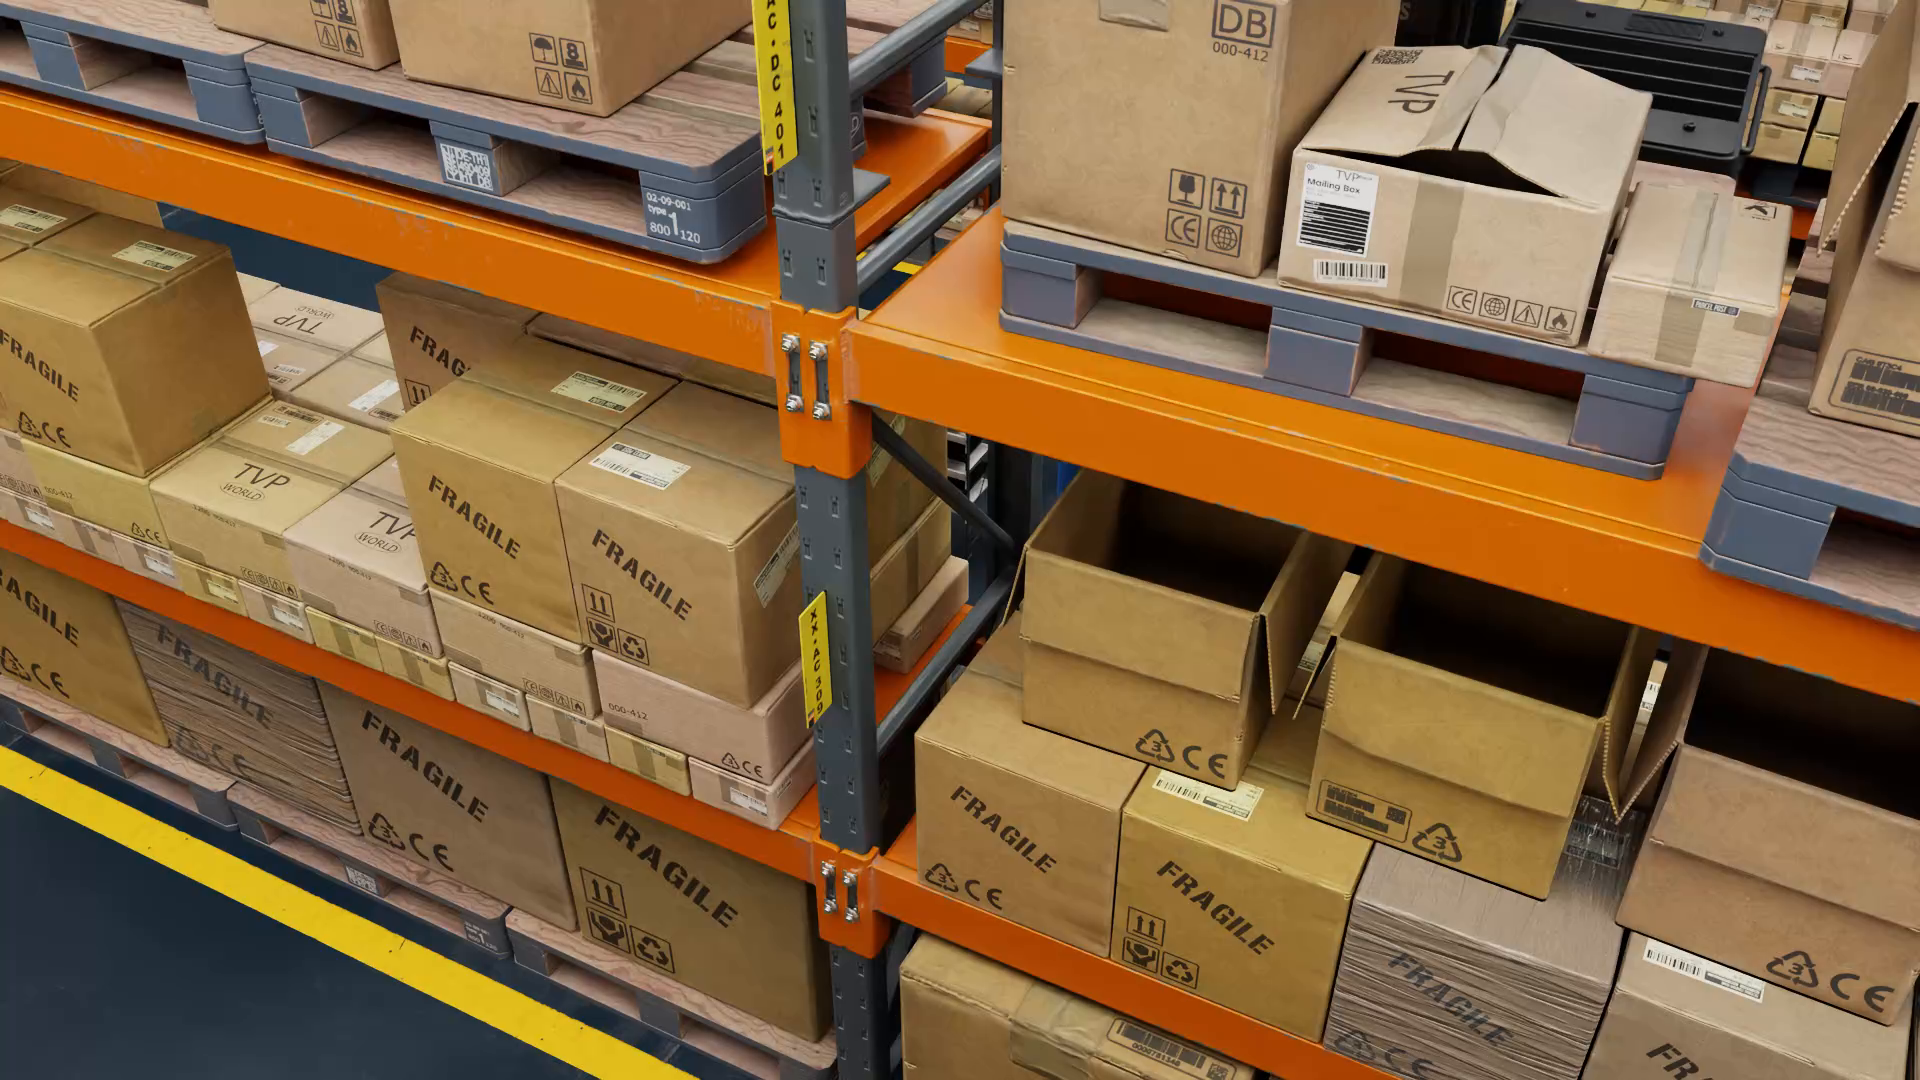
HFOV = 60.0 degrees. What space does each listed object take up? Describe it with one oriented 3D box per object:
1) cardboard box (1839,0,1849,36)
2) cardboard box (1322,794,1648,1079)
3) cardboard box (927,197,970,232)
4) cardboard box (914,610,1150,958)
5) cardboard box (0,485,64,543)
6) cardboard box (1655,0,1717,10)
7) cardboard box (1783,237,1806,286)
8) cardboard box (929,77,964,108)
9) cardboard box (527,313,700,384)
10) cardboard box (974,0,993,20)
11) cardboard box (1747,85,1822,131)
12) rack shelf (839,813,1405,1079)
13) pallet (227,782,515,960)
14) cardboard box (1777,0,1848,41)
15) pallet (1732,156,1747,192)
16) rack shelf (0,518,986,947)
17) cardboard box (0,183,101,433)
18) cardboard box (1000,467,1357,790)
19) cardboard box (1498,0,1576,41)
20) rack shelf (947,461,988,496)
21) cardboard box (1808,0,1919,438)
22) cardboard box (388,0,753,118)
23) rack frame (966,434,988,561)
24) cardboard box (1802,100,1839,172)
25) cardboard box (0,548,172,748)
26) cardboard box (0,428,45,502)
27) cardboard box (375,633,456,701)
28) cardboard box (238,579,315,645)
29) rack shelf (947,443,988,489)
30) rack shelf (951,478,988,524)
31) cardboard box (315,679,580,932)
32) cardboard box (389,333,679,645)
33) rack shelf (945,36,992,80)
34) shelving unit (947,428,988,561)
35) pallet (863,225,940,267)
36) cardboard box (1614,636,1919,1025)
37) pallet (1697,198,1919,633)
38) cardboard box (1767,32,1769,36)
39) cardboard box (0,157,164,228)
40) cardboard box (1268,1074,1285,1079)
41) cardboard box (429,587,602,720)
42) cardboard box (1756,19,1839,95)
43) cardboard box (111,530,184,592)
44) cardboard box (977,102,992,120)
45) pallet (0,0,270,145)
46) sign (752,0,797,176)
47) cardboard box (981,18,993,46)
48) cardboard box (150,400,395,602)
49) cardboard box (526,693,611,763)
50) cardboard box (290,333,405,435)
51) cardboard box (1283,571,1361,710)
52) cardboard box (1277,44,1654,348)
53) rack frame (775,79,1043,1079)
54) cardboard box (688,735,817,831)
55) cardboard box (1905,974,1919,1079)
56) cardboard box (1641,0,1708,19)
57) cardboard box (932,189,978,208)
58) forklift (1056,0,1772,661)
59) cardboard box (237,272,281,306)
[{"bbox_3d":[5.889,-3.922,11.345,0.875,0.875,0.875,19,41,23],"label":"cardboard box"},{"bbox_3d":[1.123,0.845,3.574,0.500,0.500,0.500,16,40,20],"label":"cardboard box"},{"bbox_3d":[0.016,-1.874,9.248,0.250,0.149,0.380,17,41,22],"label":"cardboard box"},{"bbox_3d":[0.232,0.566,3.941,0.500,0.500,0.500,18,41,22],"label":"cardboard box"},{"bbox_3d":[-2.762,-0.179,5.213,0.250,0.149,0.380,17,40,21],"label":"cardboard box"},{"bbox_3d":[3.223,-2.442,7.354,0.250,0.149,0.380,16,40,20],"label":"cardboard box"},{"bbox_3d":[3.769,-1.123,7.349,0.500,0.250,0.500,19,41,23],"label":"cardboard box"},{"bbox_3d":[-0.171,-2.557,9.656,0.250,0.149,0.380,16,40,21],"label":"cardboard box"},{"bbox_3d":[-0.803,-0.425,4.587,0.500,0.500,0.500,17,41,21],"label":"cardboard box"},{"bbox_3d":[0.401,-2.872,8.224,0.500,0.500,0.500,16,40,20],"label":"cardboard box"},{"bbox_3d":[3.380,-1.832,6.797,0.250,0.149,0.380,19,41,23],"label":"cardboard box"},{"bbox_3d":[1.715,1.186,3.801,4.000,0.370,1.077,17,41,21],"label":"rack shelf"},{"bbox_3d":[-1.788,0.862,5.940,1.213,0.211,1.003,17,41,21],"label":"pallet"},{"bbox_3d":[3.673,-2.298,7.165,0.250,0.149,0.380,16,40,20],"label":"cardboard box"},{"bbox_3d":[2.921,-1.924,7.463,1.213,0.211,1.003,17,41,21],"label":"pallet"},{"bbox_3d":[-1.837,0.074,5.267,4.000,0.370,1.077,17,41,21],"label":"rack shelf"},{"bbox_3d":[-2.867,-0.709,4.960,0.500,0.500,0.500,16,40,20],"label":"cardboard box"},{"bbox_3d":[0.510,0.077,3.755,0.637,0.503,0.797,16,40,20],"label":"cardboard box"},{"bbox_3d":[2.448,-2.239,7.087,0.250,0.149,0.380,19,41,24],"label":"cardboard box"},{"bbox_3d":[-0.007,-0.262,7.055,0.200,0.077,0.258,17,41,21],"label":"rack shelf"},{"bbox_3d":[1.667,-0.504,2.519,0.637,0.503,0.797,17,40,21],"label":"cardboard box"},{"bbox_3d":[-0.784,-1.284,3.466,0.500,0.500,0.700,15,40,19],"label":"cardboard box"},{"bbox_3d":[0.083,-0.332,6.944,0.006,0.900,0.240,17,41,21],"label":"rack frame"},{"bbox_3d":[3.610,-1.642,6.792,0.250,0.149,0.380,17,40,21],"label":"cardboard box"},{"bbox_3d":[-3.008,0.045,6.119,0.875,0.875,0.875,17,41,21],"label":"cardboard box"},{"bbox_3d":[-2.846,-0.408,5.185,0.500,0.250,0.500,17,40,21],"label":"cardboard box"},{"bbox_3d":[-1.397,0.249,4.649,0.250,0.149,0.380,18,41,22],"label":"cardboard box"},{"bbox_3d":[-1.849,0.106,4.837,0.250,0.149,0.380,18,41,22],"label":"cardboard box"},{"bbox_3d":[-0.007,-0.334,7.001,0.200,0.077,0.258,17,41,21],"label":"rack shelf"},{"bbox_3d":[-0.007,-0.191,7.110,0.200,0.077,0.258,17,41,21],"label":"rack shelf"},{"bbox_3d":[-1.410,0.546,5.460,0.875,0.875,0.875,17,41,21],"label":"cardboard box"},{"bbox_3d":[-1.035,-0.140,4.211,0.500,0.500,0.500,18,41,22],"label":"cardboard box"},{"bbox_3d":[0.534,-2.561,8.738,4.000,0.370,1.077,17,41,21],"label":"rack shelf"},{"bbox_3d":[-0.007,-0.361,6.981,0.210,0.900,0.258,17,41,21],"label":"shelving unit"},{"bbox_3d":[-0.470,-2.027,9.746,1.213,0.211,1.003,17,41,21],"label":"pallet"},{"bbox_3d":[1.673,0.439,3.279,0.637,0.503,0.797,19,41,23],"label":"cardboard box"},{"bbox_3d":[1.900,-0.124,2.607,1.213,0.211,1.003,19,41,24],"label":"pallet"},{"bbox_3d":[3.452,-2.256,7.355,0.250,0.149,0.380,16,40,20],"label":"cardboard box"},{"bbox_3d":[-3.060,-1.132,5.518,0.500,0.500,0.500,18,41,22],"label":"cardboard box"},{"bbox_3d":[1.310,1.438,4.285,0.875,0.875,1.225,16,40,20],"label":"cardboard box"},{"bbox_3d":[-1.035,0.160,4.436,0.500,0.250,0.500,19,41,23],"label":"cardboard box"},{"bbox_3d":[3.373,-1.951,6.707,0.250,0.149,0.380,17,40,21],"label":"cardboard box"},{"bbox_3d":[-2.307,-0.037,5.025,0.250,0.149,0.380,17,40,21],"label":"cardboard box"},{"bbox_3d":[0.294,-2.406,9.457,0.250,0.149,0.380,19,41,23],"label":"cardboard box"},{"bbox_3d":[-1.862,-1.389,4.191,1.213,0.211,1.003,17,41,21],"label":"pallet"},{"bbox_3d":[-0.315,-0.790,2.836,0.005,0.325,0.100,17,41,21],"label":"sign"},{"bbox_3d":[0.303,-2.631,8.443,0.250,0.149,0.380,19,41,23],"label":"cardboard box"},{"bbox_3d":[-1.936,-0.124,4.811,0.500,0.250,0.500,17,40,21],"label":"cardboard box"},{"bbox_3d":[-0.939,0.392,4.461,0.250,0.149,0.380,17,40,21],"label":"cardboard box"},{"bbox_3d":[-1.694,-0.410,5.187,0.500,0.250,0.500,17,41,22],"label":"cardboard box"},{"bbox_3d":[0.916,0.428,4.122,0.500,0.500,0.500,19,41,23],"label":"cardboard box"},{"bbox_3d":[0.872,-0.630,2.844,0.500,0.311,0.500,16,40,20],"label":"cardboard box"},{"bbox_3d":[-0.061,0.344,4.317,0.127,3.000,1.000,17,41,21],"label":"rack frame"},{"bbox_3d":[-0.483,0.535,4.272,0.250,0.149,0.380,18,41,22],"label":"cardboard box"},{"bbox_3d":[2.036,1.127,3.201,0.500,0.500,0.500,16,40,20],"label":"cardboard box"},{"bbox_3d":[2.925,-2.092,6.894,0.250,0.149,0.380,18,41,22],"label":"cardboard box"},{"bbox_3d":[0.037,-1.991,9.156,0.250,0.149,0.380,15,40,19],"label":"cardboard box"},{"bbox_3d":[1.908,-0.619,5.642,3.031,2.935,1.130,16,40,20],"label":"forklift"},{"bbox_3d":[-2.611,-0.694,5.561,0.500,0.250,0.500,17,40,21],"label":"cardboard box"}]
